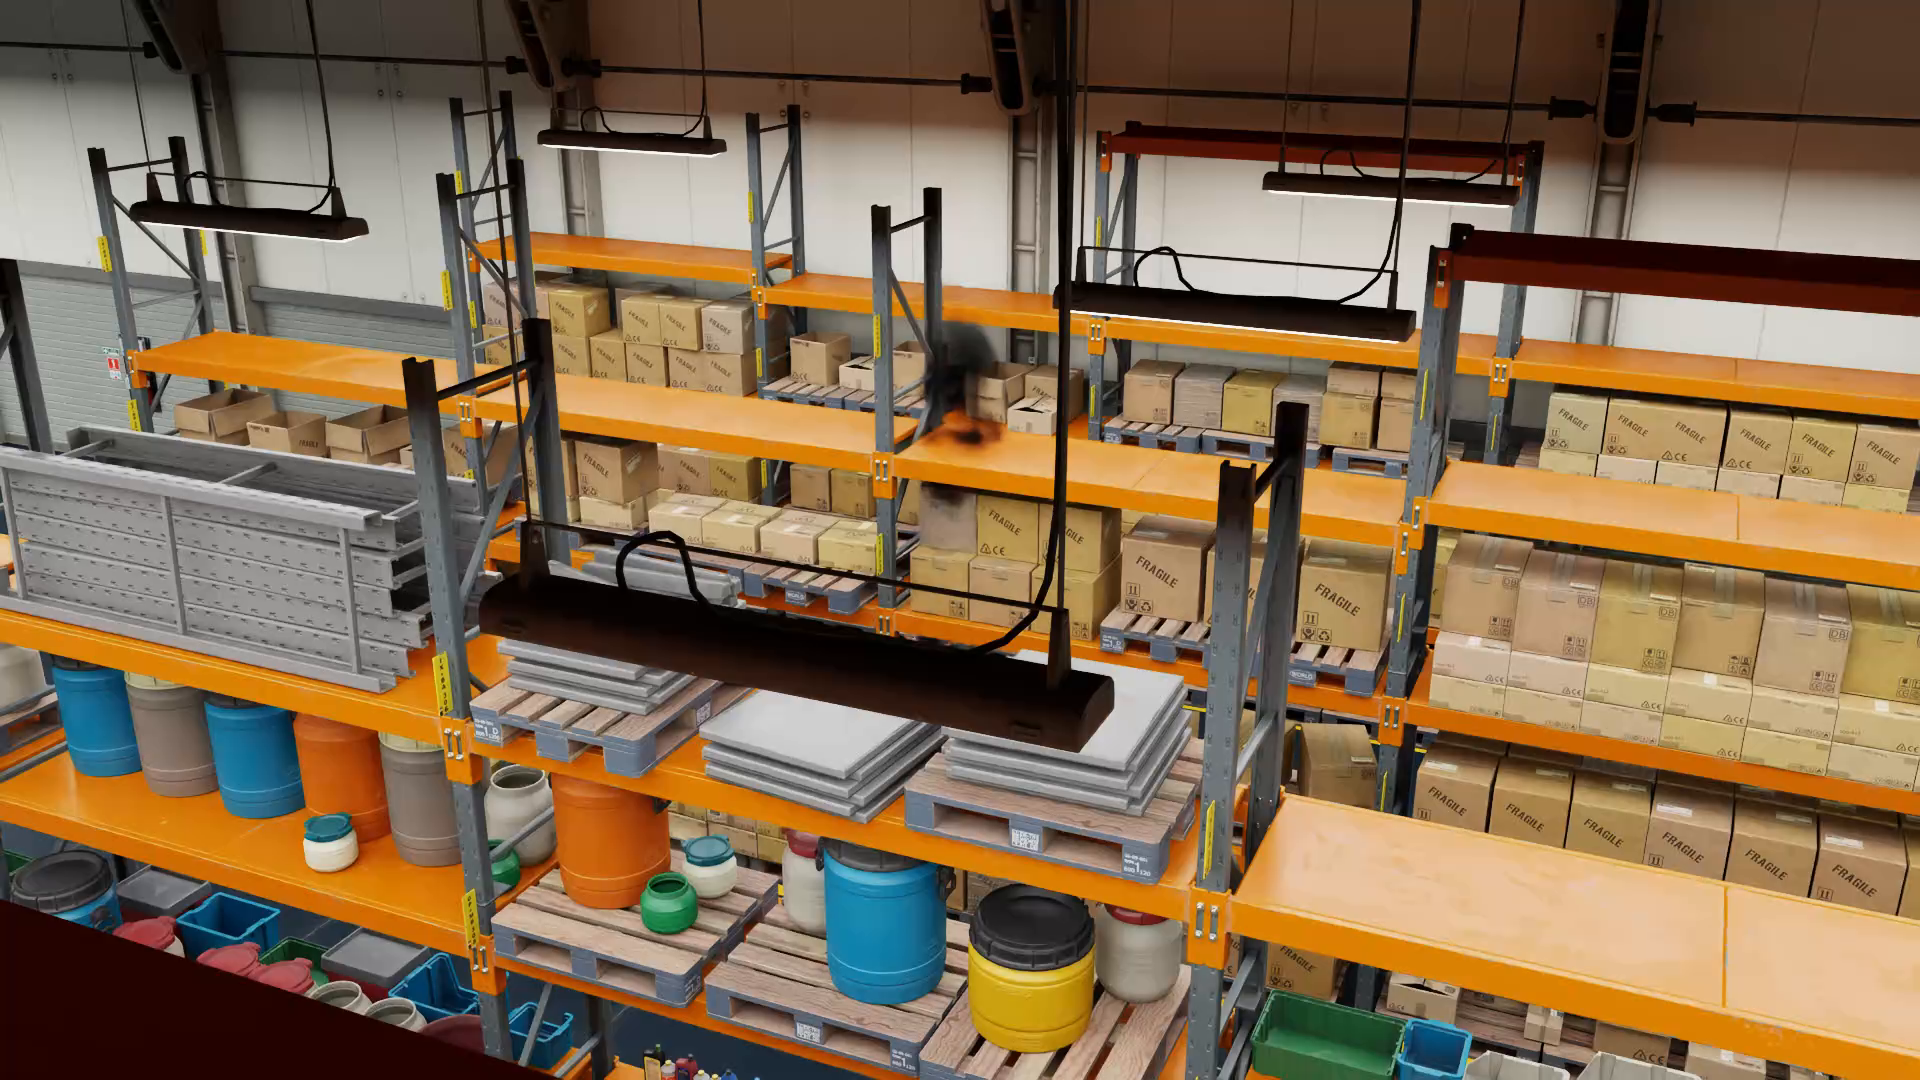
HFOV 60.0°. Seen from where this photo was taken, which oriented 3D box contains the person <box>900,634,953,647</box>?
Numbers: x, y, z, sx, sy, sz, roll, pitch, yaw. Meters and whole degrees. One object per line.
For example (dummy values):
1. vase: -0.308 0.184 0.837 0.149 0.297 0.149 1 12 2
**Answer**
1. person: -0.215 1.289 16.919 0.883 1.597 0.529 3 21 9
